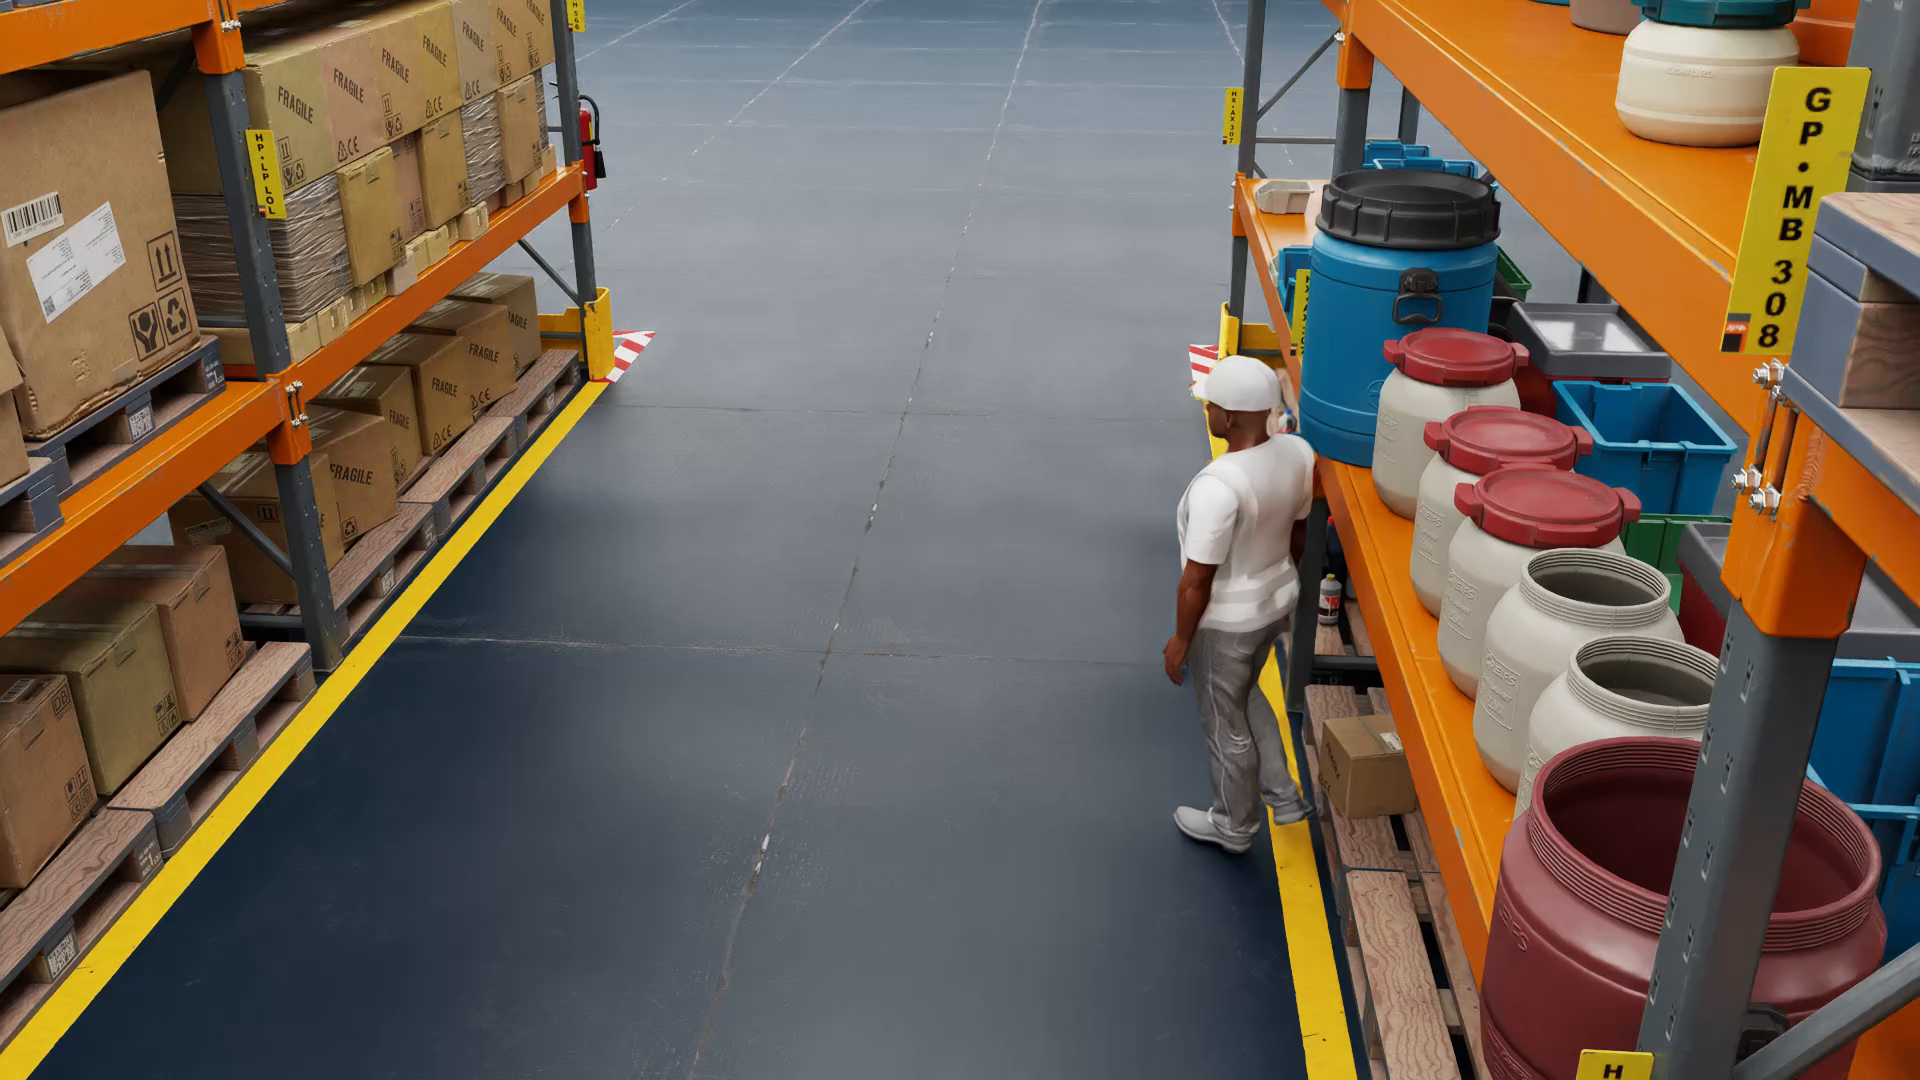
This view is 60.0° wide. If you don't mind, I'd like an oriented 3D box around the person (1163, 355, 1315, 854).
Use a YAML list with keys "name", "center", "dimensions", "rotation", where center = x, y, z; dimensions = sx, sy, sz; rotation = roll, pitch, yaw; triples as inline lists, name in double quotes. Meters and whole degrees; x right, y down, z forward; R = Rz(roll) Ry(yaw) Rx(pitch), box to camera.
- name: "person"
  center: [0.957, 0.247, 5.480]
  dimensions: [0.481, 1.761, 0.602]
  rotation: [21, 32, 38]
